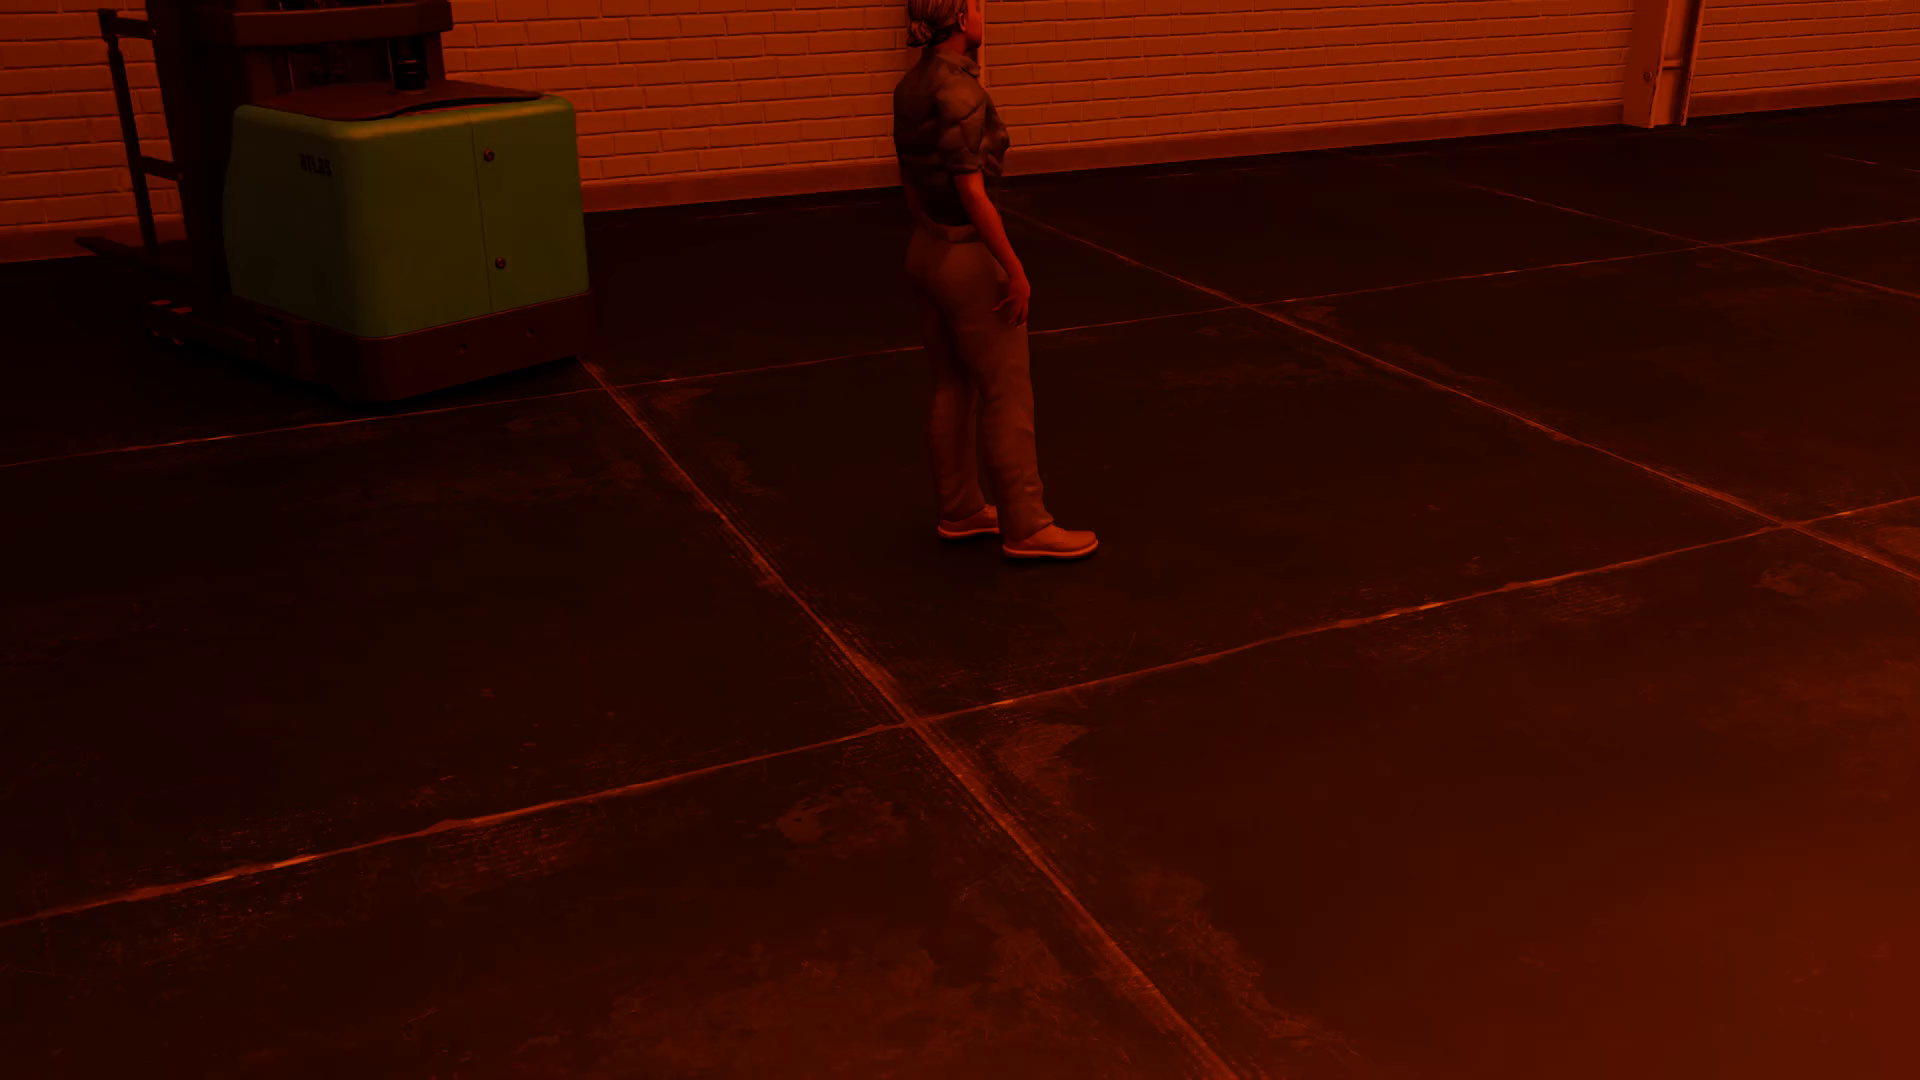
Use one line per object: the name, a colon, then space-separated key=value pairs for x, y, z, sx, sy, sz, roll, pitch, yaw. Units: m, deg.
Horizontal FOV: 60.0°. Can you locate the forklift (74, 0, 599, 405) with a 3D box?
forklift: x=-2.923 y=-2.316 z=6.861 sx=3.031 sy=2.935 sz=1.130 roll=19 pitch=29 yaw=38

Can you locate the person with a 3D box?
person: x=0.088 y=-0.778 z=4.805 sx=0.504 sy=1.654 sz=0.570 roll=-10 pitch=25 yaw=-23
